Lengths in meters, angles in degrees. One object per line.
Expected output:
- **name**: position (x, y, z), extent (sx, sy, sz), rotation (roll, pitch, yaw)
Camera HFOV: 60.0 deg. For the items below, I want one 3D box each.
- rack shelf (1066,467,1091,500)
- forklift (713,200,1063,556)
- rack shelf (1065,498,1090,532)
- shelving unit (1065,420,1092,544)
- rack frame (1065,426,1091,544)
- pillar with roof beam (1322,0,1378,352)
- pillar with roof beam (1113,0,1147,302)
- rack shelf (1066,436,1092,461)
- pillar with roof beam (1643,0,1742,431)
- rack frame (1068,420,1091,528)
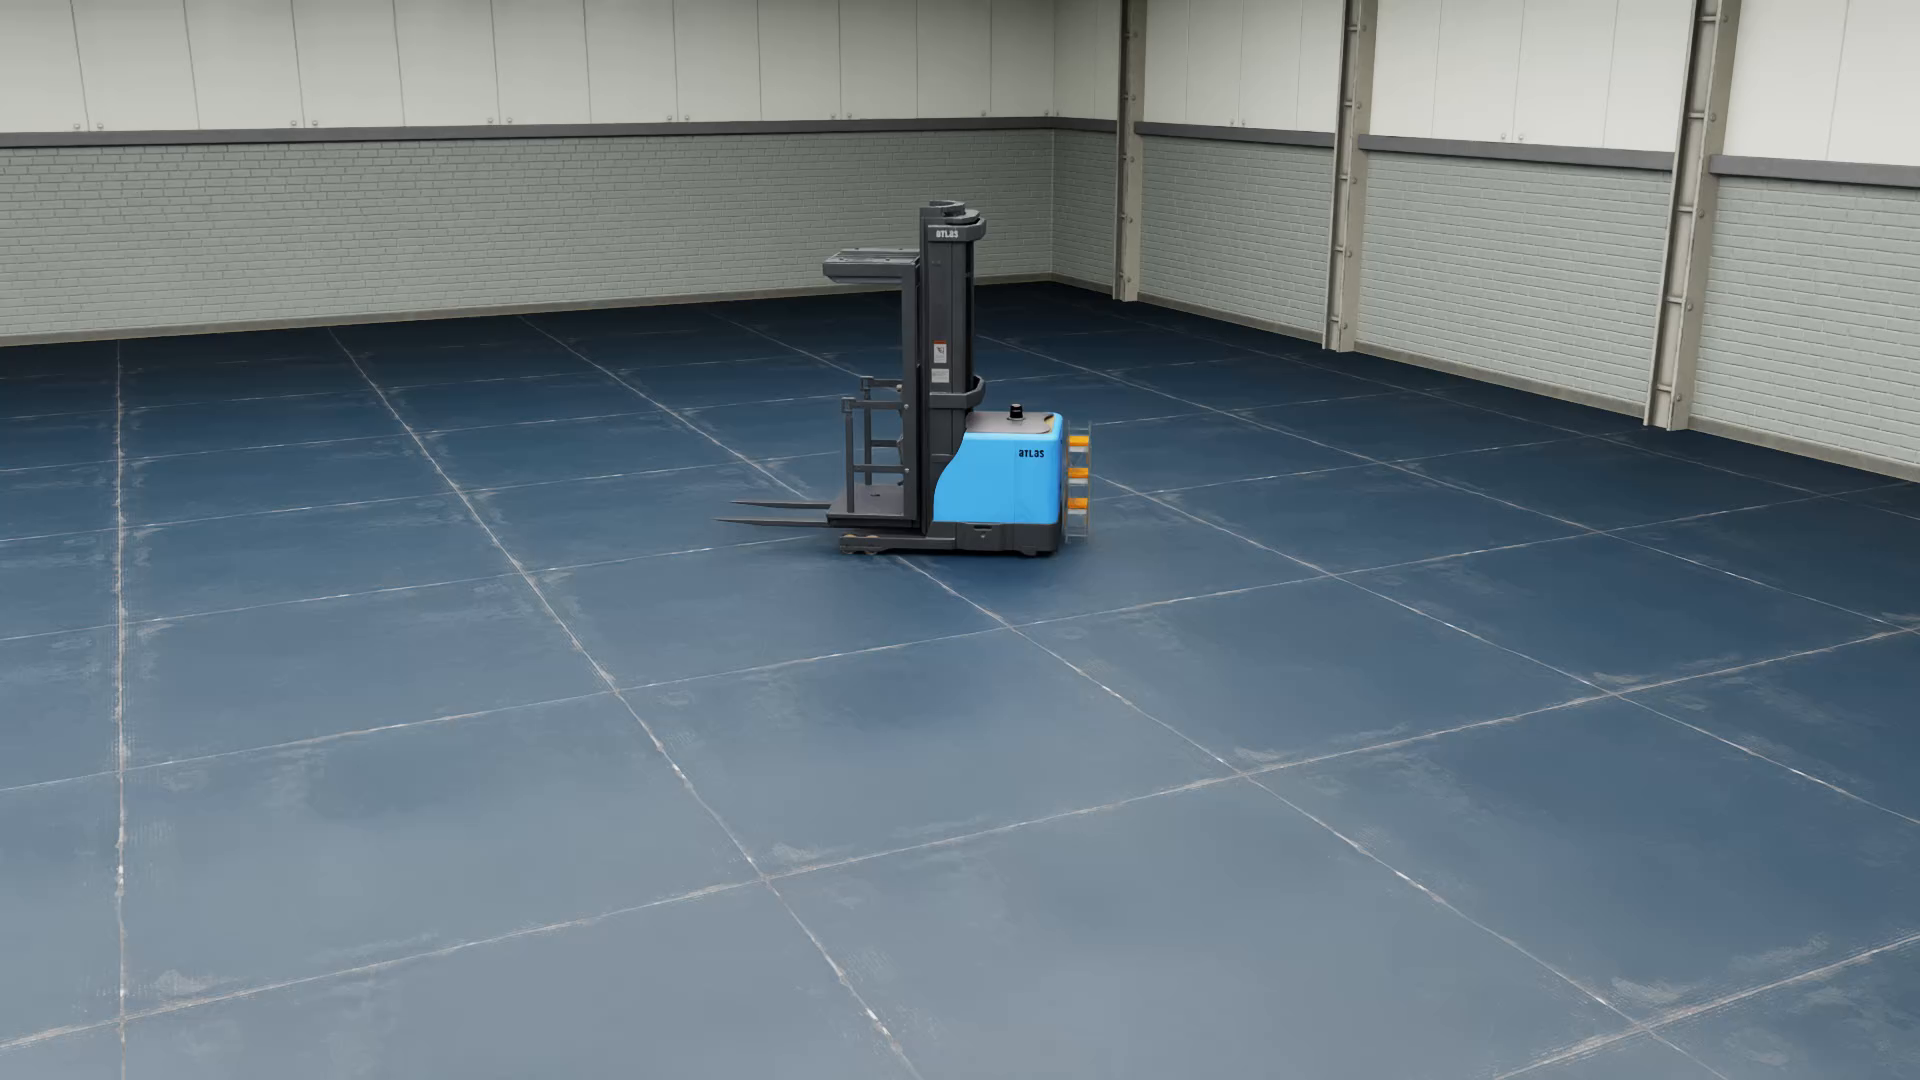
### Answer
- **rack shelf**: position (1.040, -0.500, 14.624), extent (0.215, 0.259, 0.240), rotation (1, 17, 4)
- **forklift**: position (-0.624, -1.426, 14.408), extent (3.031, 2.935, 1.130), rotation (2, 16, 6)
- **rack shelf**: position (1.039, -0.234, 14.703), extent (0.215, 0.259, 0.240), rotation (1, 17, 4)
- **shelving unit**: position (1.040, -0.510, 14.621), extent (0.215, 1.050, 0.252), rotation (1, 17, 4)
- **rack frame**: position (1.030, -0.476, 14.504), extent (0.200, 1.050, 0.008), rotation (1, 17, 4)
- **pillar with roof beam**: position (1.718, -6.613, 21.483), extent (9.100, 9.000, 0.400), rotation (-8, 18, -25)
- **pillar with roof beam**: position (-0.911, -8.101, 26.667), extent (9.100, 9.000, 0.400), rotation (-8, 18, -25)
- **rack shelf**: position (1.040, -0.772, 14.544), extent (0.215, 0.259, 0.240), rotation (1, 17, 4)
- **pillar with roof beam**: position (4.346, -5.126, 16.298), extent (9.100, 9.000, 0.400), rotation (-8, 18, -25)
- **rack frame**: position (1.050, -0.545, 14.738), extent (0.200, 1.050, 0.008), rotation (1, 17, 4)
